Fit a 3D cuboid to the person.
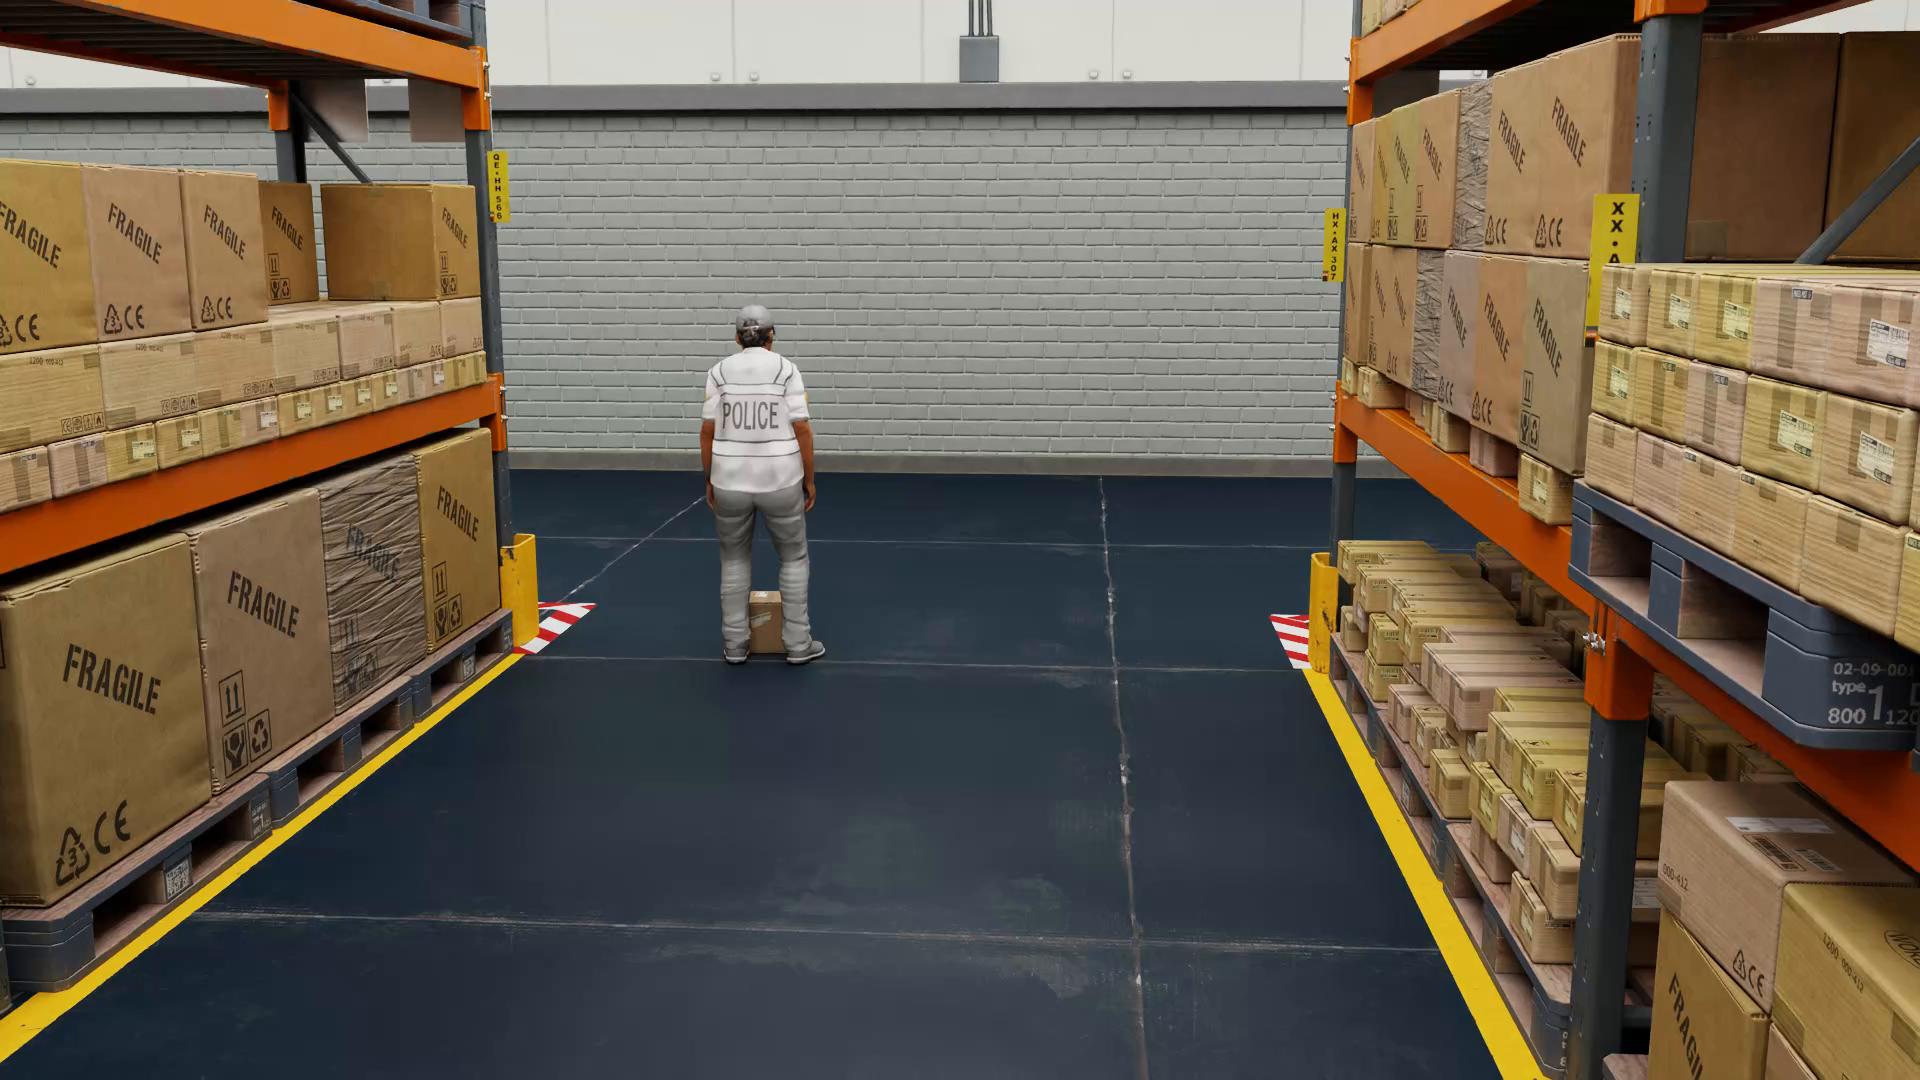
[{"bbox_3d":[-0.924,-0.256,7.747,0.543,1.666,0.471,1,11,3],"label":"person"}]
